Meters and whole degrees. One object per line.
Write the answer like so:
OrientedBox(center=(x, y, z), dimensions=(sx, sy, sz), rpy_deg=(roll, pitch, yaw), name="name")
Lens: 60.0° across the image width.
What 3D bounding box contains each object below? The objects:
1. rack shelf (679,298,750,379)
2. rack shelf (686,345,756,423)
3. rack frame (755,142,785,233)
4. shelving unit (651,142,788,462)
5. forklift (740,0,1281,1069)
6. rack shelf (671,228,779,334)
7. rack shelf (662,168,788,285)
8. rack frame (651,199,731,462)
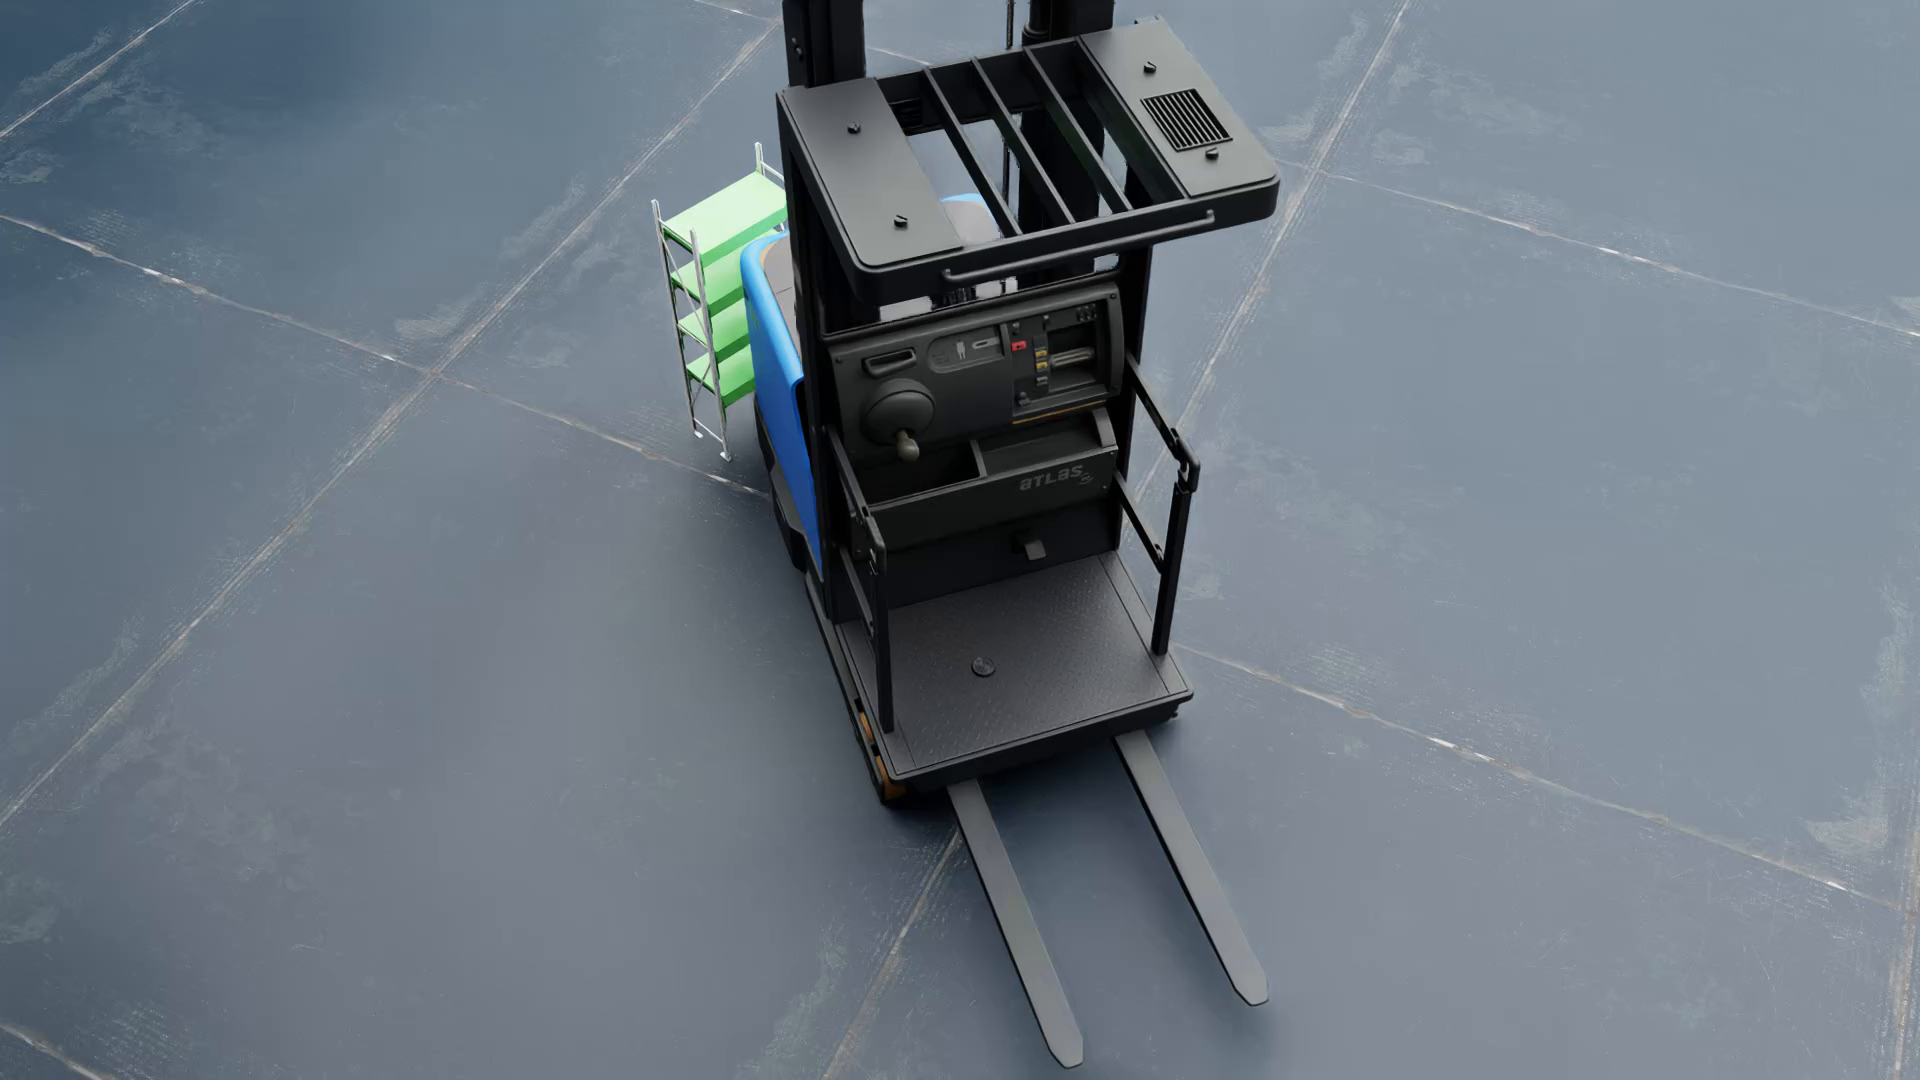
OrientedBox(center=(-0.857, -0.869, 6.600), dimensions=(0.480, 0.148, 0.258), rpy_deg=(-37, 59, -27), name="rack shelf")
OrientedBox(center=(-0.857, -0.713, 6.783), dimensions=(0.480, 0.148, 0.258), rpy_deg=(-37, 59, -27), name="rack shelf")
OrientedBox(center=(-0.683, -1.040, 6.662), dimensions=(0.015, 1.200, 0.240), rpy_deg=(-37, 59, -27), name="rack frame")
OrientedBox(center=(-0.857, -0.910, 6.552), dimensions=(0.503, 1.200, 0.258), rpy_deg=(-37, 59, -27), name="shelving unit")
OrientedBox(center=(0.136, -0.407, 4.987), dimensions=(1.130, 2.935, 3.031), rpy_deg=(-15, 51, -12), name="forklift")
OrientedBox(center=(-0.857, -1.024, 6.418), dimensions=(0.480, 0.148, 0.258), rpy_deg=(-37, 59, -27), name="rack shelf")
OrientedBox(center=(-0.857, -1.180, 6.235), dimensions=(0.480, 0.148, 0.258), rpy_deg=(-37, 59, -27), name="rack shelf")
OrientedBox(center=(-1.031, -0.780, 6.441), dimensions=(0.015, 1.200, 0.240), rpy_deg=(-37, 59, -27), name="rack frame")
